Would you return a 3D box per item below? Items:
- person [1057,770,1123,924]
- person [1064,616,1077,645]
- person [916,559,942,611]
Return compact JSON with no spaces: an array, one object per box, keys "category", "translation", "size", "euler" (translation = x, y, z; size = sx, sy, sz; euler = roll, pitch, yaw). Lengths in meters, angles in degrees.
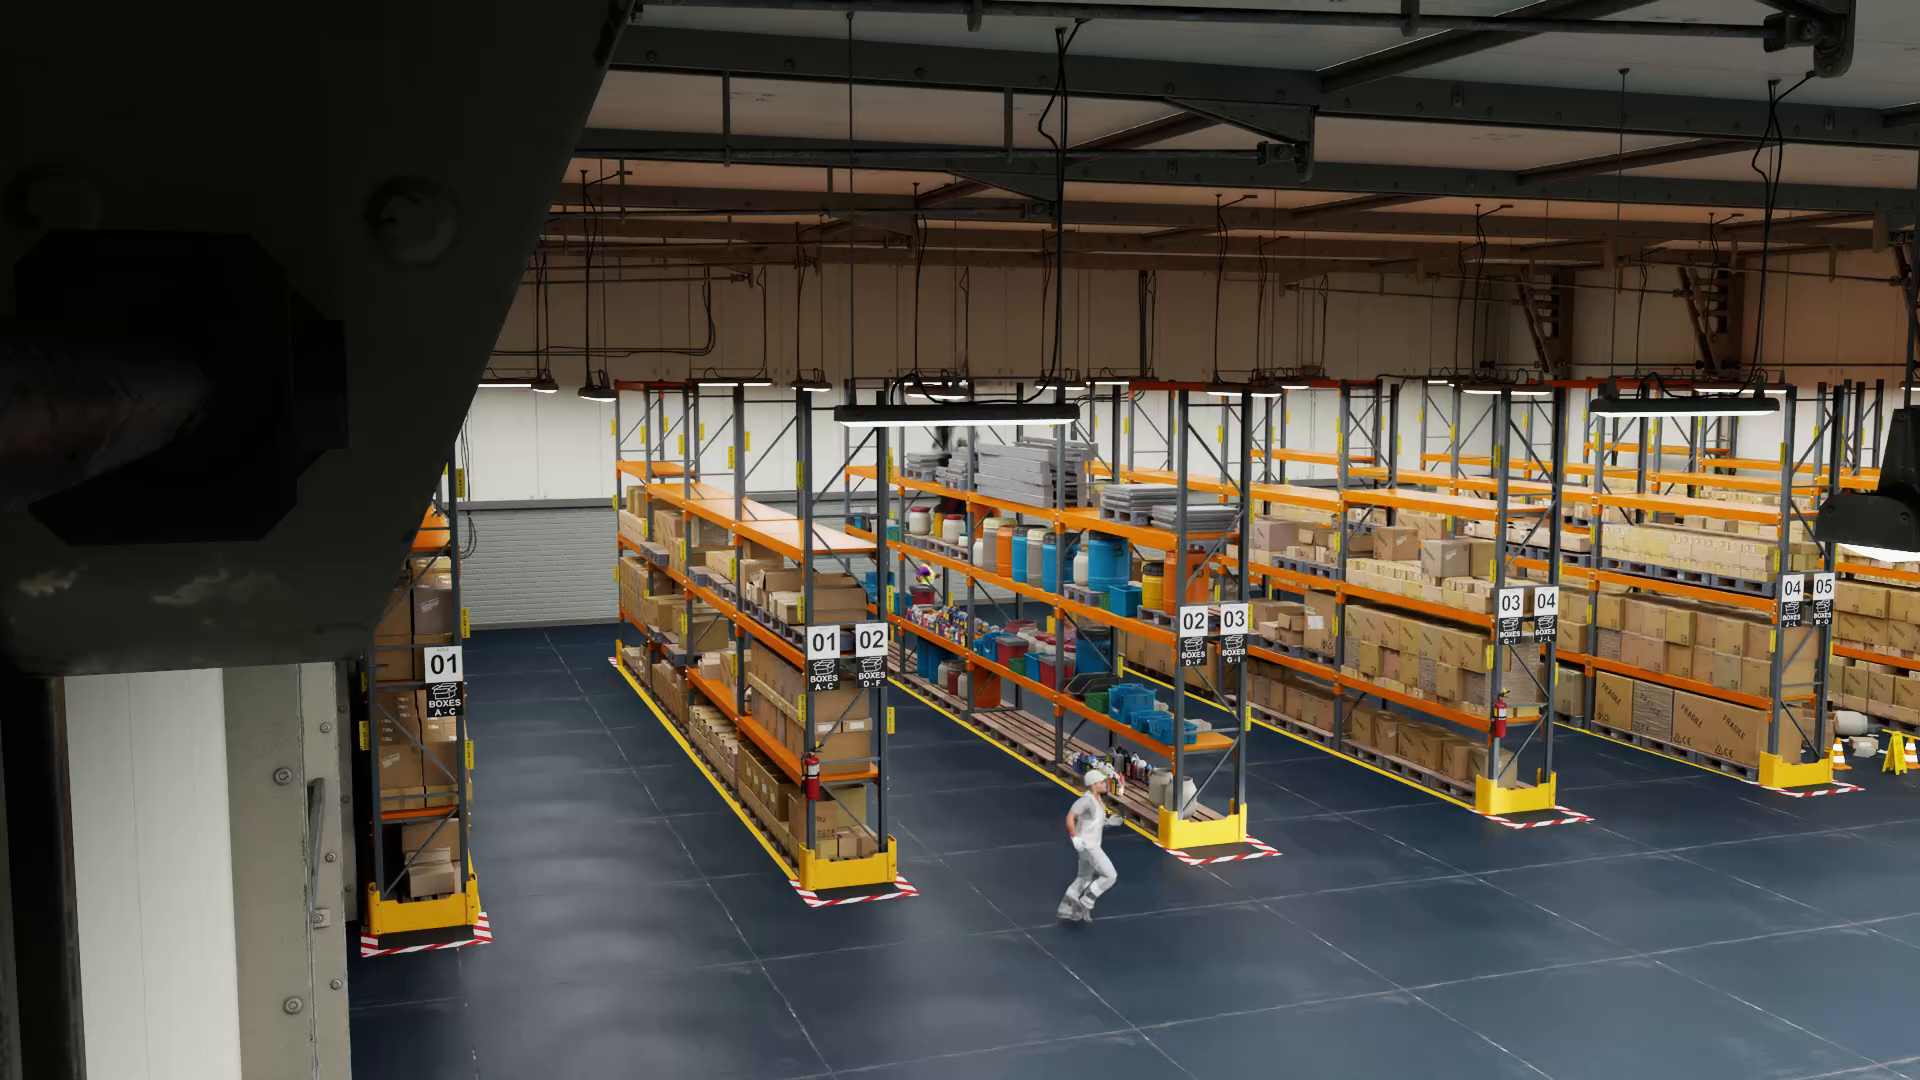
[{"category":"person","translation":[1.467,3.464,18.784],"size":[0.726,1.751,0.647],"euler":[1,6,9]},{"category":"person","translation":[2.089,2.203,31.841],"size":[0.560,1.558,0.605],"euler":[-2,6,-20]},{"category":"person","translation":[-0.772,1.198,40.015],"size":[0.944,1.780,0.693],"euler":[0,6,-2]}]
